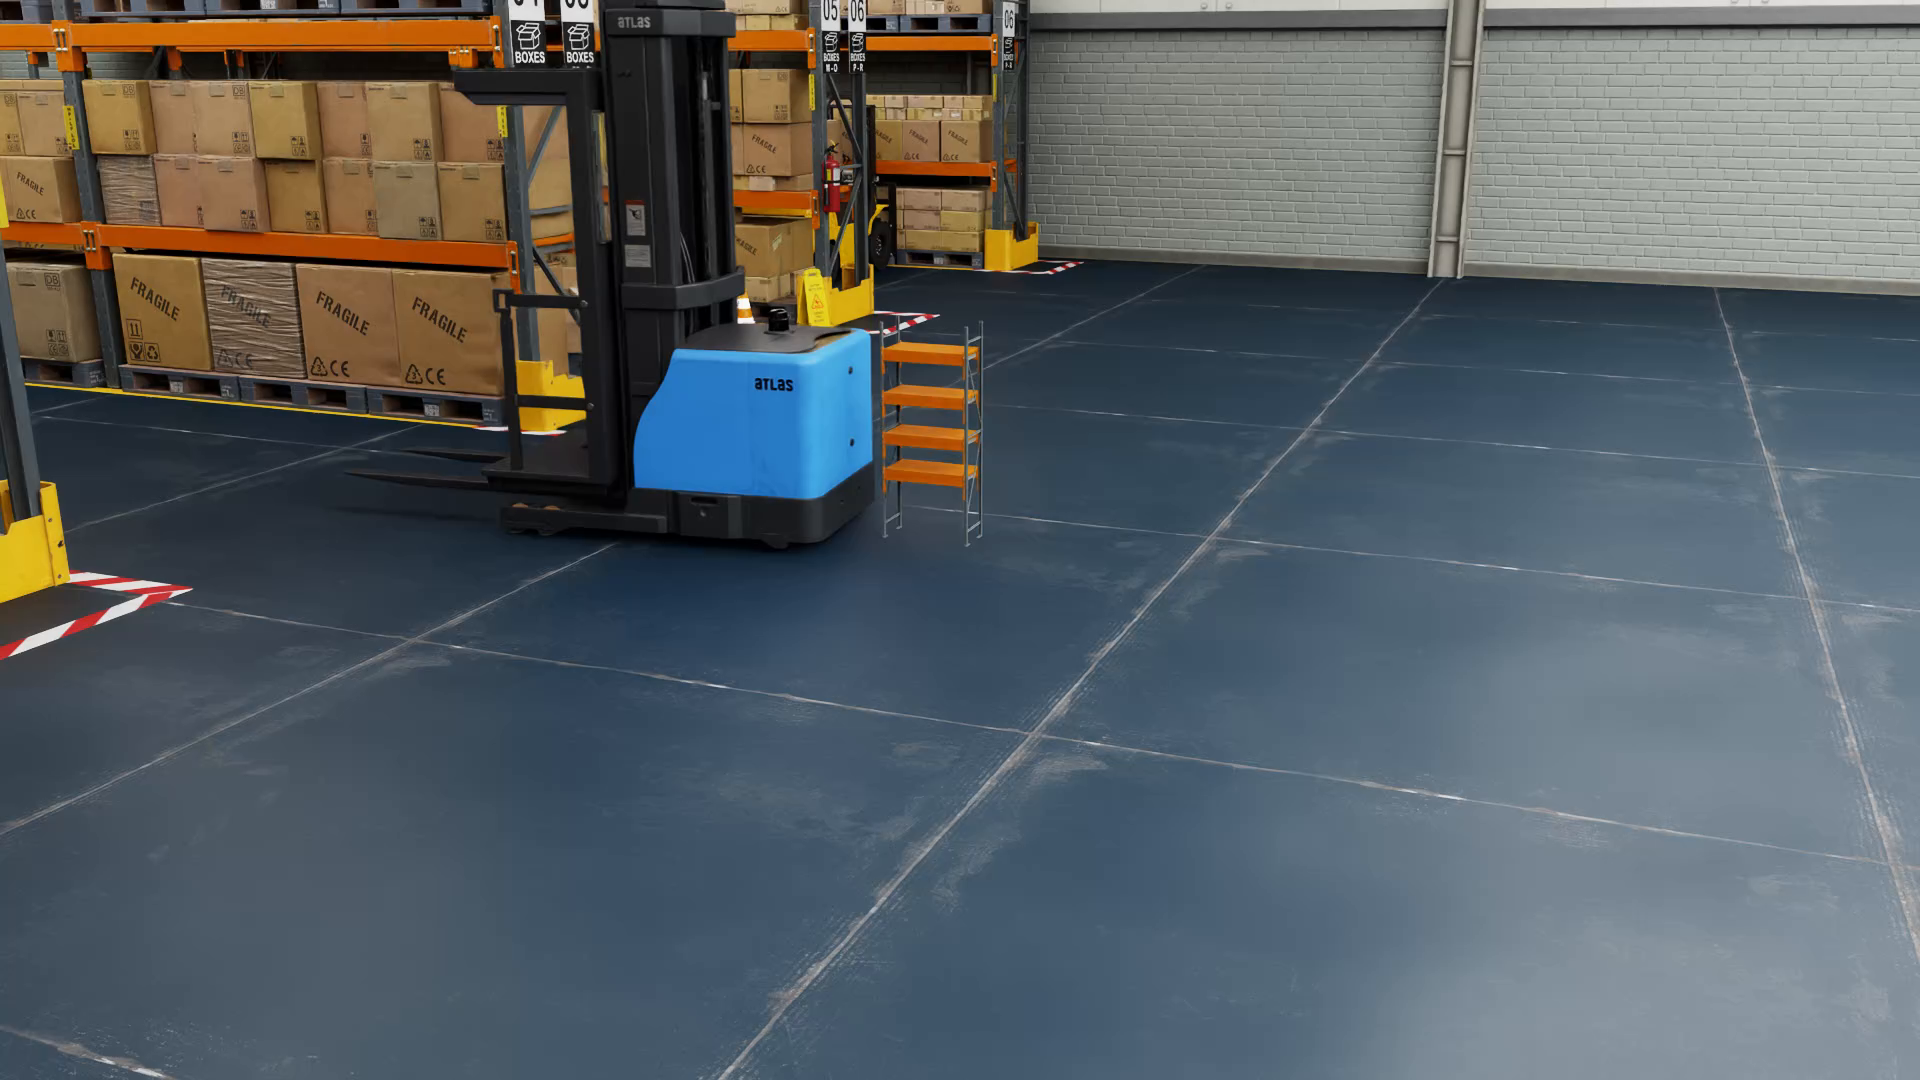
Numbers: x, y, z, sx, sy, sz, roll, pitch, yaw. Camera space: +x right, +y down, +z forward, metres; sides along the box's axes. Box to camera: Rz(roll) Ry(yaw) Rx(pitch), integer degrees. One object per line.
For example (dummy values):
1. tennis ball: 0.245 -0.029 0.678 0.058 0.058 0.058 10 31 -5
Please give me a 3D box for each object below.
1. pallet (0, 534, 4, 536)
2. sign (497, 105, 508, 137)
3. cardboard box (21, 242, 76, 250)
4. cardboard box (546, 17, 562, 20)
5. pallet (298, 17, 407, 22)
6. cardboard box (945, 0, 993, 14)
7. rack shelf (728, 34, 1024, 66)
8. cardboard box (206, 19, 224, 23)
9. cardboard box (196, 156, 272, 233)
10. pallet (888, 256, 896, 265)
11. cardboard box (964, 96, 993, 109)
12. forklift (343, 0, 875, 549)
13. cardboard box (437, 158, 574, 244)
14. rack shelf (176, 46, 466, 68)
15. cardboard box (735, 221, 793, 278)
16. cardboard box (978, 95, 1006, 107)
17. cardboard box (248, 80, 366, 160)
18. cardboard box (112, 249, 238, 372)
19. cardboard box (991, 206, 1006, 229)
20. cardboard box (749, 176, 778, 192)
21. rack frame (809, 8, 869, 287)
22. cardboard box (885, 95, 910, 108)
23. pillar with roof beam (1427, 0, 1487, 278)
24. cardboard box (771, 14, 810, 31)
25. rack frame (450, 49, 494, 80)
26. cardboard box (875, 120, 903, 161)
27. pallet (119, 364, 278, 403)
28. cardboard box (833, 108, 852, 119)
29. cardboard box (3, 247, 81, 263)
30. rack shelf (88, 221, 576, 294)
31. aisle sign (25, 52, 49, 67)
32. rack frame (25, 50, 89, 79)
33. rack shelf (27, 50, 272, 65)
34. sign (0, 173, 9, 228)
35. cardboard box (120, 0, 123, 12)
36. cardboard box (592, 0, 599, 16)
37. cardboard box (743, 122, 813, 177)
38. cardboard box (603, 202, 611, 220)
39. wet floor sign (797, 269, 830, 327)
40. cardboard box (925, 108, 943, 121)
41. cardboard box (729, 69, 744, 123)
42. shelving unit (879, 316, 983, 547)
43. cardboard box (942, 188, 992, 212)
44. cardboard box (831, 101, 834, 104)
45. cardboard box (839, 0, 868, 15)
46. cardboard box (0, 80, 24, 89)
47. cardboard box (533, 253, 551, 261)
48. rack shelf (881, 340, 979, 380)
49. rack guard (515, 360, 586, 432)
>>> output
1. pallet: -5.628 0.139 8.315 1.213 0.211 1.003 6 17 21
2. sign: -3.113 -2.906 11.303 0.005 0.325 0.100 6 17 21
3. cardboard box: -10.892 -3.946 20.443 0.875 0.875 0.875 7 18 22
4. cardboard box: -3.987 -5.230 16.878 0.250 0.149 0.380 7 18 22
5. pallet: -6.401 -5.626 18.128 1.003 0.211 1.213 6 17 21
6. cardboard box: 0.138 -6.678 20.304 0.500 0.500 0.500 7 18 22
7. rack shelf: -1.221 -6.257 21.257 4.000 0.370 1.077 6 17 21
8. cardboard box: -8.152 -5.762 18.501 0.258 0.266 0.396 6 17 21
9. cardboard box: -5.295 -2.686 12.777 0.550 0.550 0.875 6 17 21
10. pallet: -1.219 -3.811 21.923 1.213 0.211 1.003 6 17 21
11. cardboard box: 0.229 -5.442 20.663 0.250 0.149 0.380 6 17 21
12. forklift: -2.070 -1.567 9.314 3.031 2.935 1.130 4 17 15
13. cardboard box: -3.263 -2.474 12.046 0.550 0.550 0.875 6 17 21
14. rack shelf: -6.760 -5.379 18.231 4.000 0.370 1.077 6 17 21
15. cardboard box: -2.020 -2.926 16.704 0.500 0.500 0.500 6 17 21
16. cardboard box: 0.405 -5.550 21.034 0.250 0.149 0.380 6 17 20
17. cardboard box: -4.789 -3.160 12.472 0.500 0.550 0.875 6 17 21
18. cardboard box: -6.062 -1.884 13.340 0.875 0.875 0.875 7 17 21
19. cardboard box: 0.278 -4.181 21.477 0.500 0.250 0.500 7 17 22
20. cardboard box: -1.881 -3.529 16.401 0.250 0.149 0.380 6 17 20
21. rack frame: -1.179 -3.670 16.435 0.127 3.000 1.000 6 17 21
22. cardboard box: -0.753 -5.522 20.937 0.250 0.149 0.380 7 18 22
23. pillar with roof beam: 4.324 -6.413 15.125 0.400 9.000 9.100 6 17 21
24. cardboard box: -1.613 -4.954 15.928 0.250 0.149 0.380 6 17 21
25. rack frame: -6.803 -5.776 23.689 0.127 3.000 1.000 6 17 21
26. cardboard box: -0.871 -5.096 21.167 0.500 0.500 0.500 6 17 20
27. pallet: -5.943 -1.348 13.437 1.213 0.211 1.003 6 17 21
28. cardboard box: -1.451 -5.462 21.266 0.250 0.149 0.380 6 17 19
29. cardboard box: -8.128 -2.046 14.123 0.750 0.750 1.050 6 17 21
30. rack shelf: -4.761 -2.235 12.782 4.000 0.370 1.077 6 17 21
31. aisle sign: -14.416 -7.774 25.908 0.004 0.787 0.394 6 17 21
32. rack frame: -14.245 -6.594 26.508 0.127 3.000 1.000 6 17 21
33. rack shelf: -12.384 -7.485 25.486 4.000 0.370 1.077 6 17 21
34. sign: -4.616 -1.656 7.946 0.005 0.325 0.100 6 17 21
35. cardboard box: -9.027 -6.180 18.761 0.637 0.503 0.797 5 17 17
36. cardboard box: -3.646 -5.369 16.644 0.500 0.250 0.500 6 17 21
37. cardboard box: -1.785 -3.845 16.325 0.500 0.500 0.500 6 17 20
38. cardboard box: -3.625 -3.394 17.156 0.250 0.149 0.380 7 18 24
39. wet floor sign: -1.394 -2.242 15.740 0.232 0.644 0.267 14 21 40
40. cardboard box: -0.254 -5.341 20.848 0.250 0.149 0.380 7 17 22
41. cardboard box: -2.202 -4.390 16.410 0.500 0.500 0.700 6 17 21
42. shelving unit: -0.154 -0.593 9.065 0.503 1.200 0.258 6 17 21
43. cardboard box: 0.096 -4.285 20.940 0.500 0.250 0.500 7 18 22
44. cardboard box: -1.667 -5.648 21.374 0.250 0.149 0.380 6 17 20
45. cardboard box: -1.308 -6.880 20.994 0.637 0.503 0.797 7 18 22
46. cardboard box: -11.089 -5.209 19.765 0.500 0.500 0.500 6 17 19
47. cardboard box: -4.450 -3.190 17.615 0.500 0.500 0.500 7 18 23
48. rack shelf: -0.154 -0.971 8.955 0.480 0.148 0.258 6 17 21
49. rack guard: -2.878 -1.173 12.317 0.348 0.500 1.175 6 17 21
